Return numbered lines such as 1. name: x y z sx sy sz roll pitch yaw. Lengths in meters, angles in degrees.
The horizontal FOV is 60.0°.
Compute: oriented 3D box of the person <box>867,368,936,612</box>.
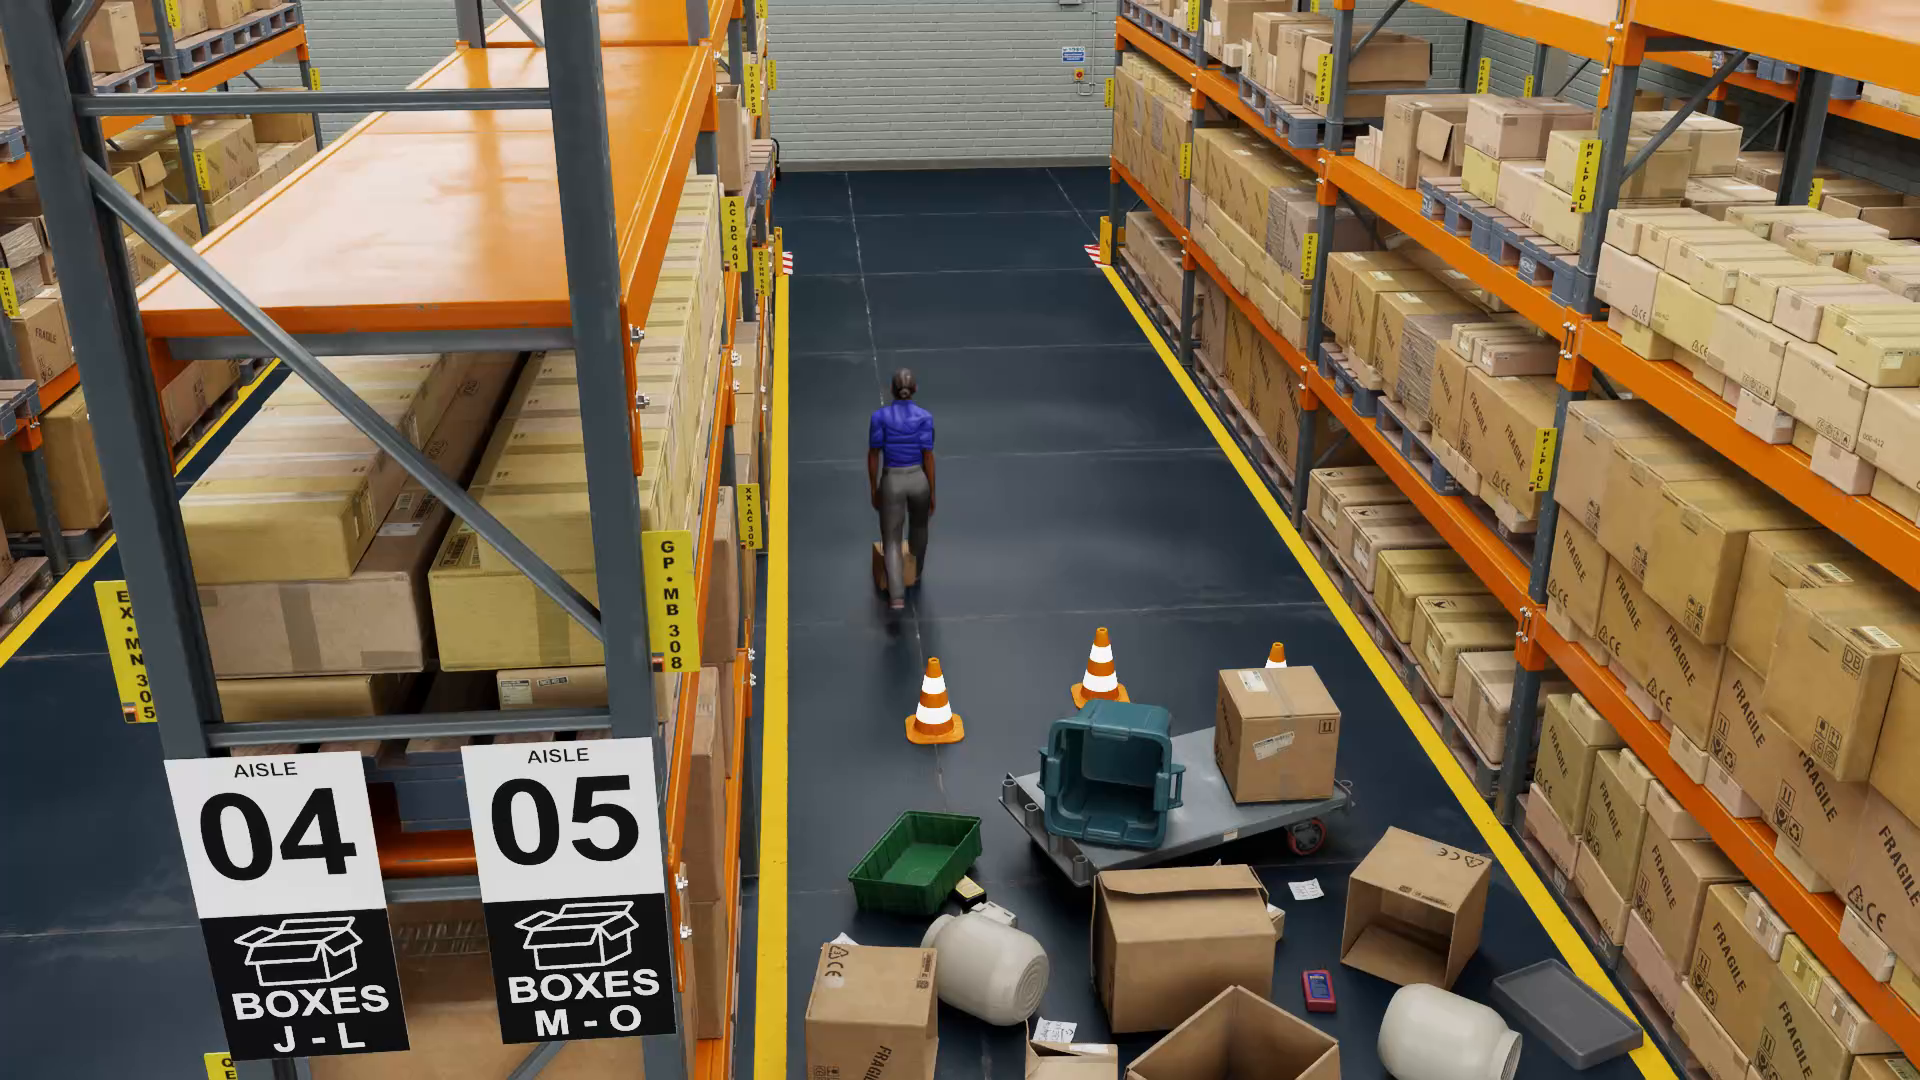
1. person: -0.388 -0.340 11.125 0.448 1.599 1.056 -2 24 -5
